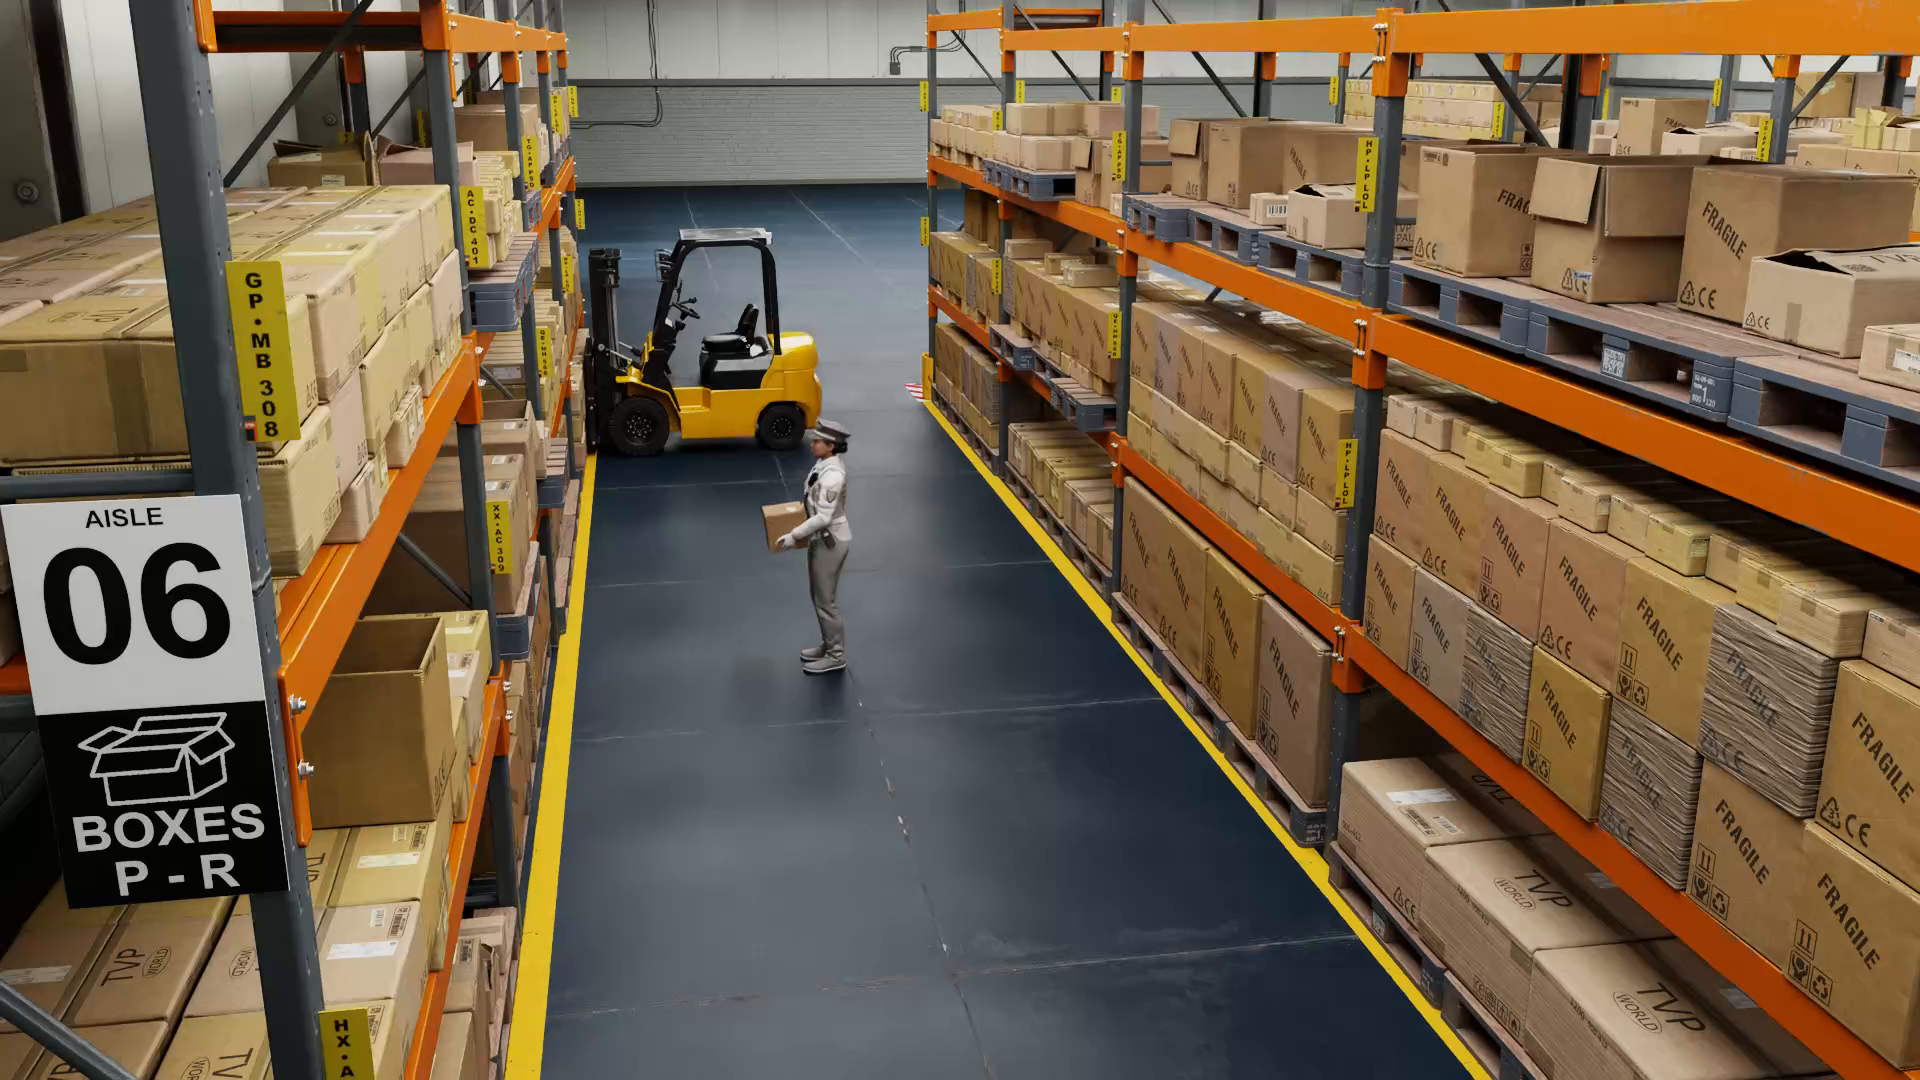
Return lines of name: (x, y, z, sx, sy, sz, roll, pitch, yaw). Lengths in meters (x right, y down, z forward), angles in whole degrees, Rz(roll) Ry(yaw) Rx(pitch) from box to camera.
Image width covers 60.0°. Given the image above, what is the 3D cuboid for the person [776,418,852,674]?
person: (-0.954, 0.026, 10.892, 0.517, 1.692, 0.482, -3, 17, -11)
